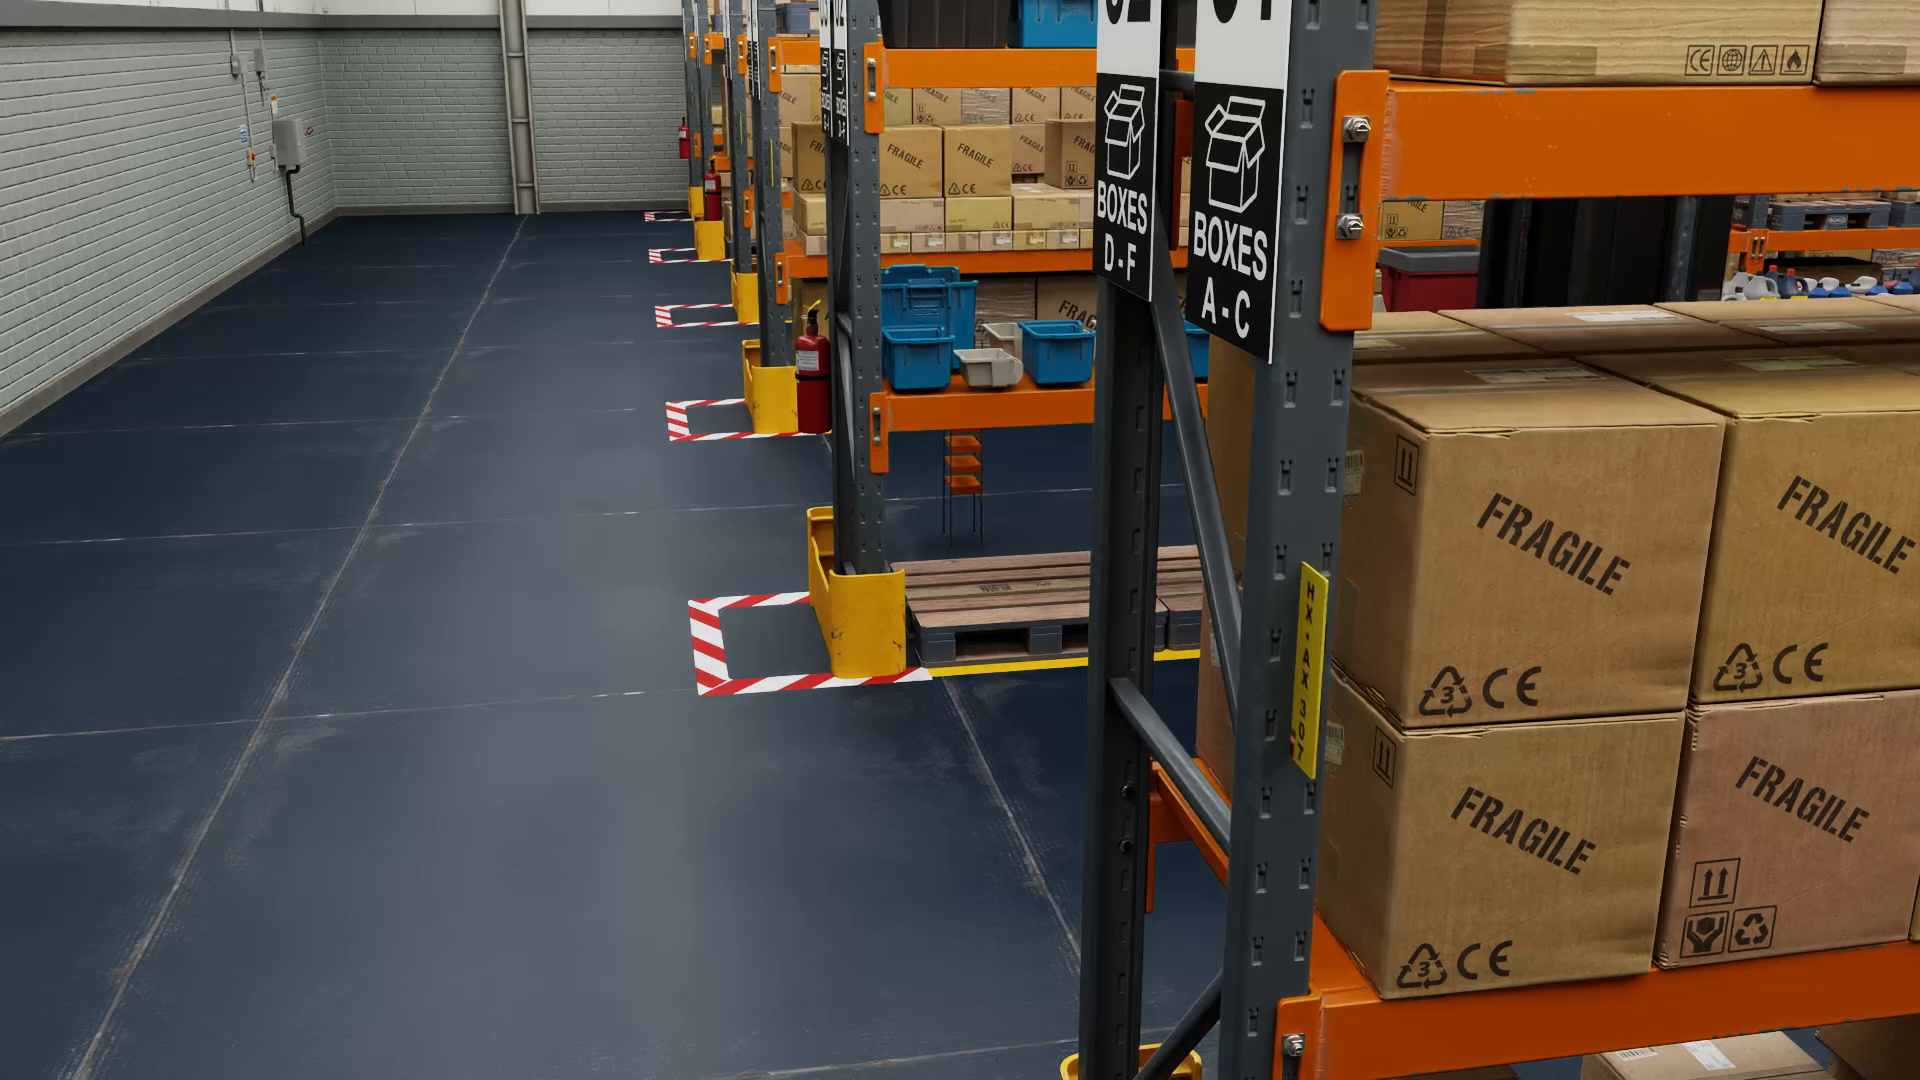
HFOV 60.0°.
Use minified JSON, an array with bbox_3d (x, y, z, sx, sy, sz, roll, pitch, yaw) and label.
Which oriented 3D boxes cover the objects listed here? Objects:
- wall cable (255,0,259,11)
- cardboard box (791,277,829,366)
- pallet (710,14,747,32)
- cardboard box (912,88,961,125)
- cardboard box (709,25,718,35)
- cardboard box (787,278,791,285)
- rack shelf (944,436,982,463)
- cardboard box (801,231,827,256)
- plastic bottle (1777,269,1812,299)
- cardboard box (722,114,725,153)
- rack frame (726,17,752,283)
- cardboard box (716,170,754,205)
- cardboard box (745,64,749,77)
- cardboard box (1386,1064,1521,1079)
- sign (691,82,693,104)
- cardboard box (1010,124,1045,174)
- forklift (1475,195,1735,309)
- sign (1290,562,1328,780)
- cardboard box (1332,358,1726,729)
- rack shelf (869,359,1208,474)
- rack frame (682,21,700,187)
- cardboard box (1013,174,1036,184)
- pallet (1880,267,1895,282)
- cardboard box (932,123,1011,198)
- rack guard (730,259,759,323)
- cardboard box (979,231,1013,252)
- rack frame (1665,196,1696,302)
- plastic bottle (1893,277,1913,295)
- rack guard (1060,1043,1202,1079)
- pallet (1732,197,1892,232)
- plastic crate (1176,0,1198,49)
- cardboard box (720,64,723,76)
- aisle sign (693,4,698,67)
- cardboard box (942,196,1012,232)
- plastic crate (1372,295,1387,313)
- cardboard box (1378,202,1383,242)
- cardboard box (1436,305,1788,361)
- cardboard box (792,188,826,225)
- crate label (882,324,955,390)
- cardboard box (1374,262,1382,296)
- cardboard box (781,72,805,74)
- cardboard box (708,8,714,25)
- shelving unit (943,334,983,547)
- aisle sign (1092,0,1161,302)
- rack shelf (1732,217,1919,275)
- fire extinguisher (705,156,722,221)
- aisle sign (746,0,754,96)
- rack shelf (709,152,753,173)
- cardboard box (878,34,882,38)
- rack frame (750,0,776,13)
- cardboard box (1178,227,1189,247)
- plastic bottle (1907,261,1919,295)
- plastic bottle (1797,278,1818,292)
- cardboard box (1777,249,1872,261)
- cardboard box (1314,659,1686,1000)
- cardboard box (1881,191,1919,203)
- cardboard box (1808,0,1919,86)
[{"bbox_3d":[-8.993,-7.940,20.337,0.029,3.000,2.355,-3,17,-10],"label":"wall cable"},{"bbox_3d":[-0.828,-1.641,12.948,0.875,0.875,0.875,-3,17,-10],"label":"cardboard box"},{"bbox_3d":[-2.595,-6.689,21.524,1.213,0.211,1.003,-3,17,-10],"label":"pallet"},{"bbox_3d":[-0.283,-4.531,17.073,0.500,0.500,0.500,-4,17,-12],"label":"cardboard box"},{"bbox_3d":[-3.909,-7.949,25.901,0.250,0.149,0.380,-3,17,-9],"label":"cardboard box"},{"bbox_3d":[-1.720,-2.768,17.347,0.250,0.149,0.380,-3,17,-8],"label":"cardboard box"},{"bbox_3d":[0.014,-0.532,9.651,0.180,0.103,0.258,-3,17,-10],"label":"rack shelf"},{"bbox_3d":[-1.030,-2.201,12.298,0.250,0.149,0.380,-3,17,-10],"label":"cardboard box"},{"bbox_3d":[4.475,-1.282,8.962,0.185,0.351,0.144,-3,17,-10],"label":"plastic bottle"},{"bbox_3d":[-2.898,-5.405,22.129,0.500,0.500,0.500,-3,17,-10],"label":"cardboard box"},{"bbox_3d":[-2.283,-3.832,17.180,0.127,3.000,1.000,-3,17,-10],"label":"rack frame"},{"bbox_3d":[-3.648,-5.698,26.792,0.637,0.503,0.797,-4,18,-13],"label":"cardboard box"},{"bbox_3d":[-2.676,-6.064,21.470,0.250,0.149,0.380,-3,17,-9],"label":"cardboard box"},{"bbox_3d":[0.921,1.343,3.840,0.500,0.500,0.500,-3,17,-10],"label":"cardboard box"},{"bbox_3d":[-4.163,-6.942,25.829,0.005,0.325,0.100,-3,17,-10],"label":"sign"},{"bbox_3d":[0.713,-4.108,17.401,0.500,0.500,0.500,-4,17,-12],"label":"cardboard box"},{"bbox_3d":[2.969,-0.649,6.933,3.031,2.935,1.130,-3,17,-10],"label":"forklift"},{"bbox_3d":[0.537,0.202,2.571,0.005,0.325,0.100,-3,17,-10],"label":"sign"},{"bbox_3d":[0.920,-0.015,2.879,0.500,0.500,0.500,-3,17,-9],"label":"cardboard box"},{"bbox_3d":[1.462,-0.736,8.326,4.000,0.370,1.077,-3,17,-10],"label":"rack shelf"},{"bbox_3d":[-4.267,-6.684,26.465,0.127,3.000,1.000,-3,17,-10],"label":"rack frame"},{"bbox_3d":[0.636,-3.814,17.547,0.250,0.149,0.380,-4,17,-12],"label":"cardboard box"},{"bbox_3d":[10.261,-3.187,19.830,1.213,0.211,1.003,-3,17,-10],"label":"pallet"},{"bbox_3d":[0.080,-2.833,12.398,0.500,0.500,0.500,-4,17,-12],"label":"cardboard box"},{"bbox_3d":[-2.208,-2.642,17.561,0.348,0.500,1.175,-3,17,-10],"label":"rack guard"},{"bbox_3d":[0.232,-2.274,12.533,0.250,0.149,0.380,-3,17,-11],"label":"cardboard box"},{"bbox_3d":[3.426,-1.192,8.583,0.127,3.000,1.000,-3,17,-10],"label":"rack frame"},{"bbox_3d":[5.216,-1.318,9.215,0.097,0.271,0.097,0,17,0],"label":"plastic bottle"},{"bbox_3d":[0.509,1.650,3.589,0.348,0.500,1.175,-3,17,-10],"label":"rack guard"},{"bbox_3d":[7.093,-2.821,14.214,1.003,0.211,1.213,-3,17,-10],"label":"pallet"},{"bbox_3d":[1.051,-2.379,7.445,0.767,0.338,0.504,-3,17,-10],"label":"plastic crate"},{"bbox_3d":[-3.007,-6.167,21.804,0.250,0.149,0.380,-3,17,-10],"label":"cardboard box"},{"bbox_3d":[-3.451,-6.582,21.704,0.004,0.787,0.394,-3,17,-10],"label":"aisle sign"},{"bbox_3d":[0.084,-2.474,12.506,0.500,0.250,0.500,-4,17,-12],"label":"cardboard box"},{"bbox_3d":[1.892,-1.132,8.487,0.530,0.282,0.437,-3,17,-10],"label":"plastic crate"},{"bbox_3d":[2.985,-2.621,13.066,0.500,0.500,0.500,-3,17,-10],"label":"cardboard box"},{"bbox_3d":[1.315,-0.199,3.477,0.500,0.500,0.500,-3,17,-9],"label":"cardboard box"},{"bbox_3d":[-1.016,-2.571,12.821,0.500,0.250,0.500,-4,17,-11],"label":"cardboard box"},{"bbox_3d":[-0.197,-0.836,7.609,0.303,0.233,0.416,-3,17,-10],"label":"crate label"},{"bbox_3d":[3.111,-1.846,13.617,0.875,0.875,1.225,-3,17,-10],"label":"cardboard box"},{"bbox_3d":[-1.881,-4.597,17.291,0.500,0.500,0.500,-4,17,-12],"label":"cardboard box"},{"bbox_3d":[-3.779,-8.135,25.827,0.500,0.250,0.500,-3,17,-11],"label":"cardboard box"},{"bbox_3d":[0.014,-0.574,9.638,0.189,1.200,0.258,-3,17,-10],"label":"shelving unit"},{"bbox_3d":[0.309,-0.868,3.101,0.004,0.787,0.394,-3,17,-10],"label":"aisle sign"},{"bbox_3d":[8.377,-2.610,14.425,4.000,0.370,1.077,-3,17,-10],"label":"rack shelf"},{"bbox_3d":[-2.618,-3.736,17.633,0.183,0.674,0.296,-3,17,-10],"label":"fire extinguisher"},{"bbox_3d":[-1.569,-3.722,12.393,0.004,0.787,0.394,-3,17,-10],"label":"aisle sign"},{"bbox_3d":[-1.358,-5.021,22.276,4.000,0.370,1.077,-3,17,-10],"label":"rack shelf"},{"bbox_3d":[-0.773,-5.206,16.800,0.500,0.250,0.500,-4,17,-12],"label":"cardboard box"},{"bbox_3d":[-1.441,-5.265,11.625,0.127,3.000,1.000,-3,17,-10],"label":"rack frame"},{"bbox_3d":[1.744,-2.359,12.812,0.250,0.149,0.380,-4,17,-11],"label":"cardboard box"},{"bbox_3d":[5.348,-1.375,9.264,0.185,0.351,0.144,-3,17,-10],"label":"plastic bottle"},{"bbox_3d":[4.605,-1.296,9.134,0.135,0.276,0.152,-3,17,-10],"label":"plastic bottle"},{"bbox_3d":[10.130,-3.701,19.655,0.875,0.875,0.875,-3,17,-10],"label":"cardboard box"},{"bbox_3d":[0.920,0.463,3.026,0.500,0.500,0.500,-3,17,-9],"label":"cardboard box"},{"bbox_3d":[8.103,-2.998,14.005,0.500,0.250,0.500,-4,17,-12],"label":"cardboard box"},{"bbox_3d":[1.480,-0.882,2.722,0.500,0.250,0.500,-3,17,-10],"label":"cardboard box"}]
